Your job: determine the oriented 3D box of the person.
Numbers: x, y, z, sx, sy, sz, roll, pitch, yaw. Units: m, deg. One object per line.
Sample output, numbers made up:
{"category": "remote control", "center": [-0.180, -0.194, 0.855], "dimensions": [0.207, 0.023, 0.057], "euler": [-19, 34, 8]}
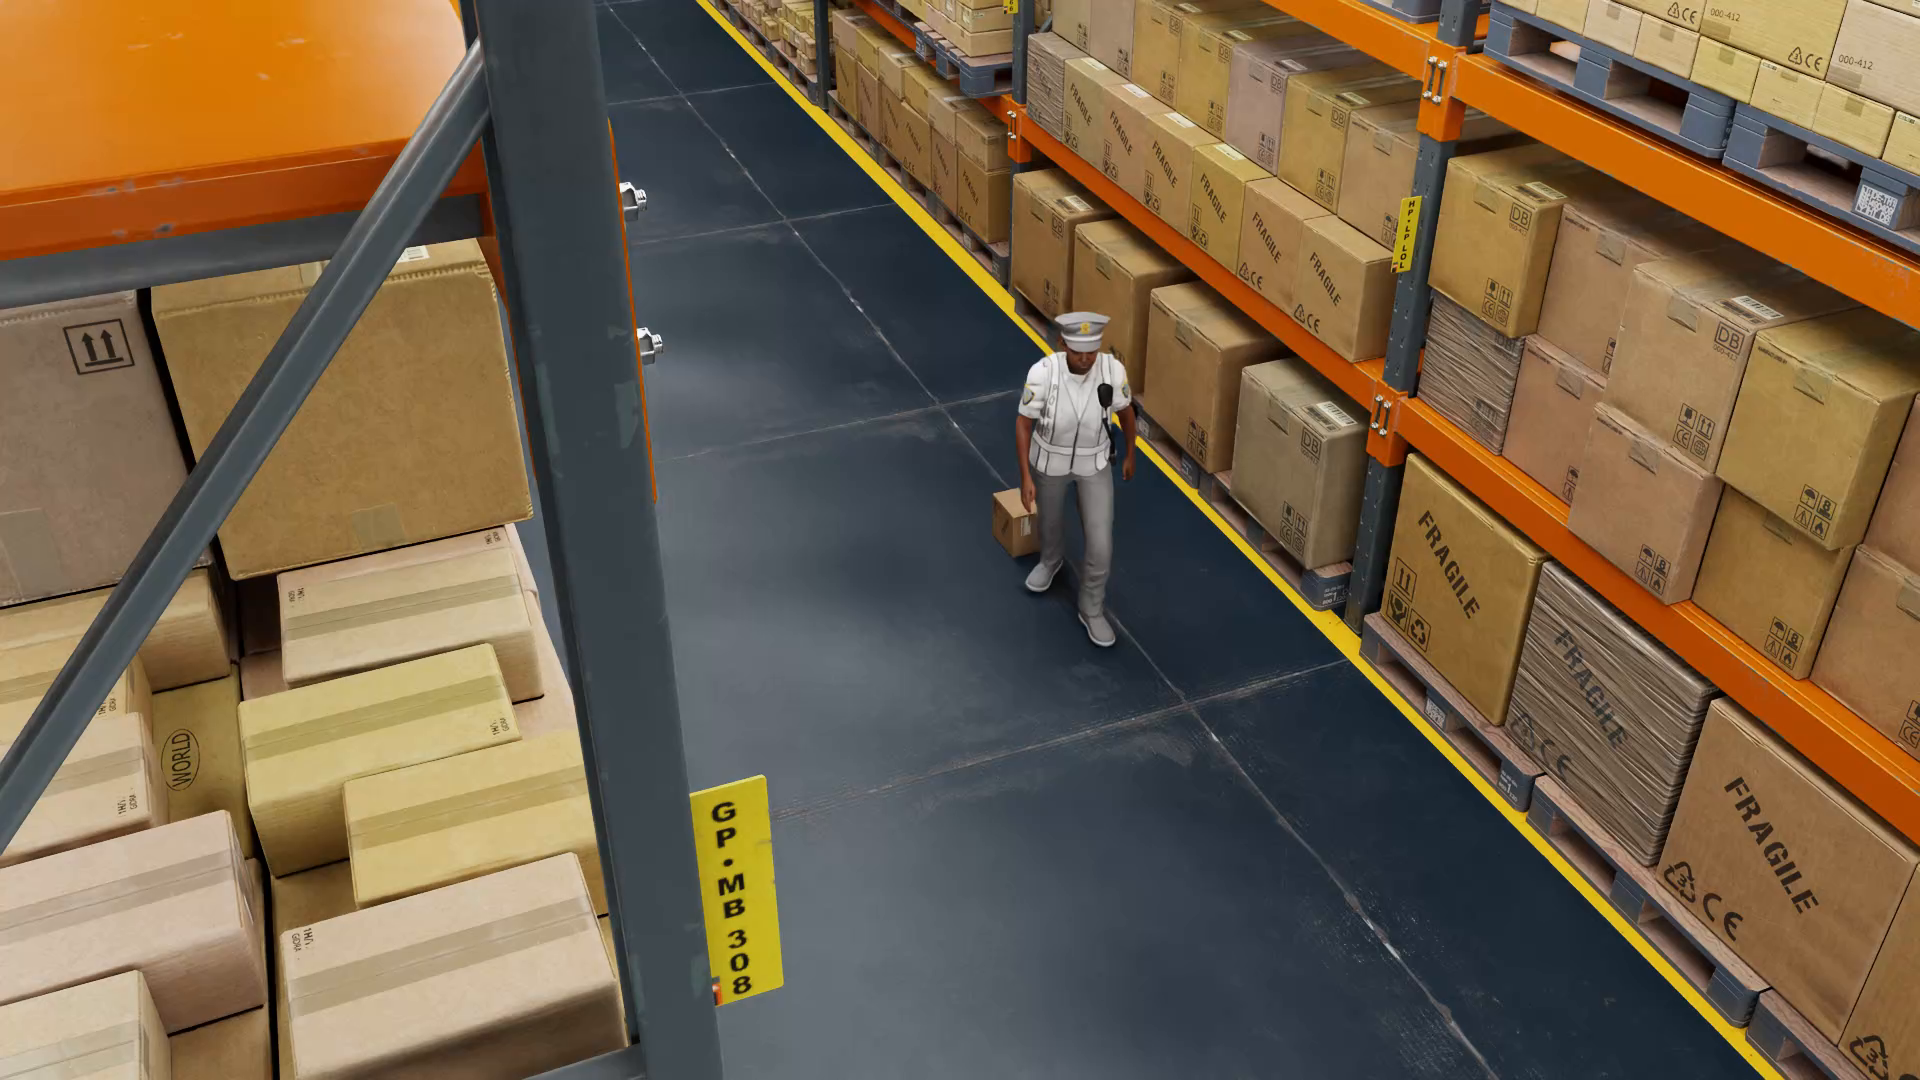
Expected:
{"category": "person", "center": [0.536, -0.362, 7.674], "dimensions": [0.570, 1.645, 0.694], "euler": [1, 34, 2]}
